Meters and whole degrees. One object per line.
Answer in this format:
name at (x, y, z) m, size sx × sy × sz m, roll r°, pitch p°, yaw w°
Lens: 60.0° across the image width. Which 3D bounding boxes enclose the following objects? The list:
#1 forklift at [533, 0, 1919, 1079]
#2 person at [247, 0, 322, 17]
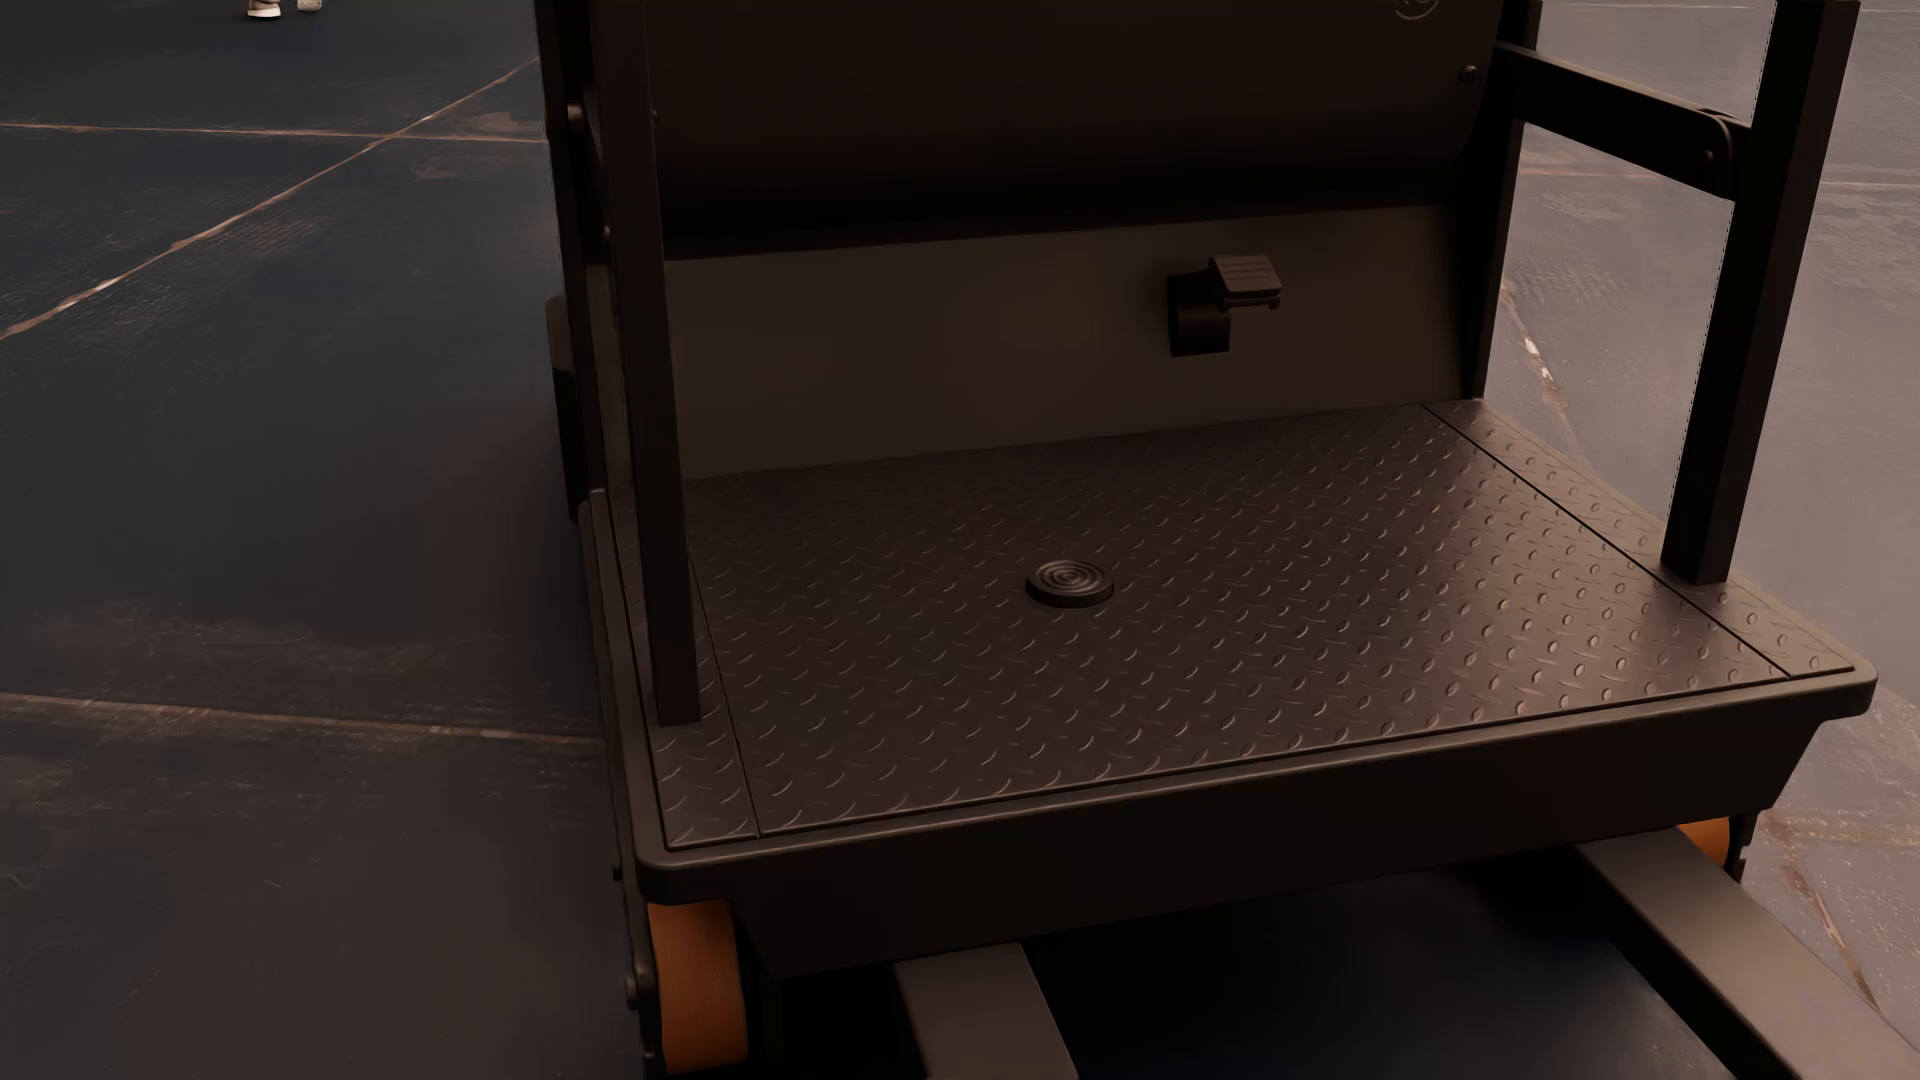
forklift at (0.172, -1.016, 1.254) m, size 1.130 × 2.935 × 3.031 m, roll -7°, pitch 27°, yaw -13°
person at (-2.835, -2.836, 6.448) m, size 0.718 × 1.593 × 0.423 m, roll -15°, pitch 30°, yaw -28°
